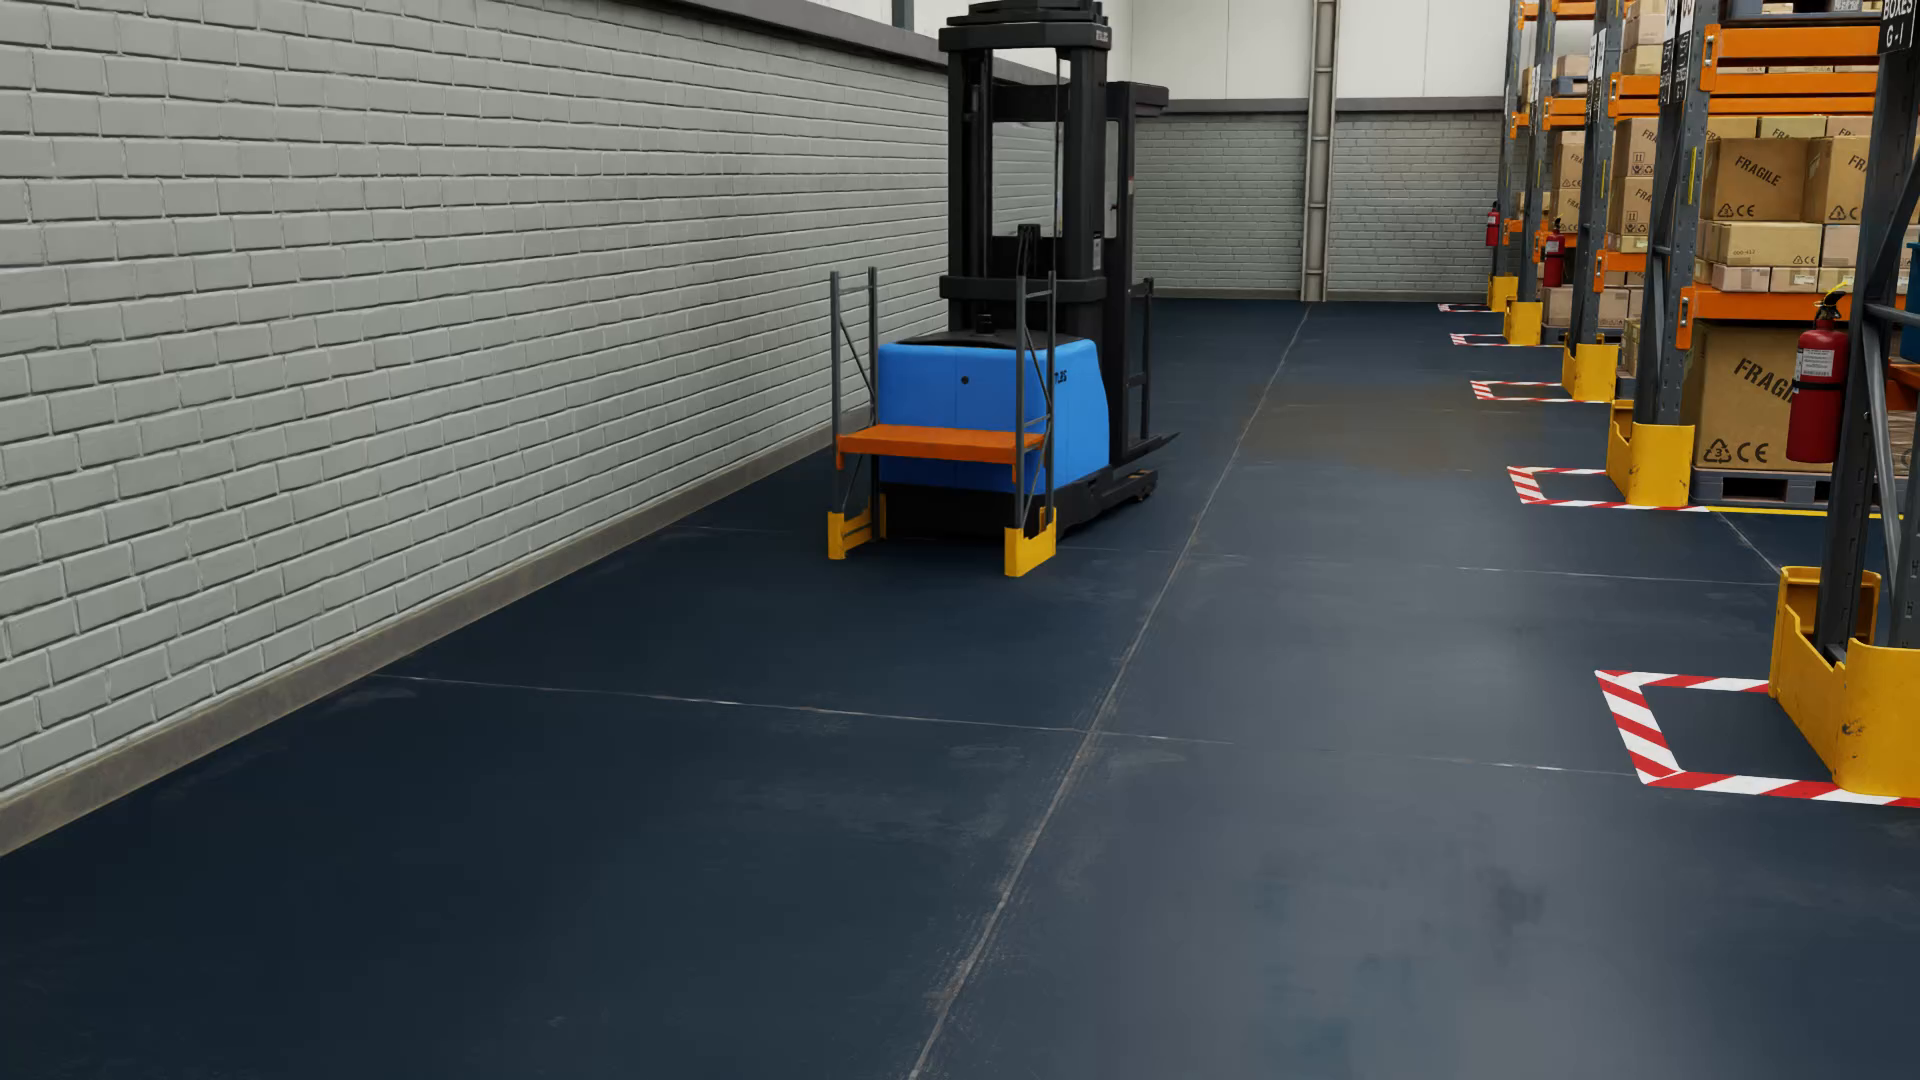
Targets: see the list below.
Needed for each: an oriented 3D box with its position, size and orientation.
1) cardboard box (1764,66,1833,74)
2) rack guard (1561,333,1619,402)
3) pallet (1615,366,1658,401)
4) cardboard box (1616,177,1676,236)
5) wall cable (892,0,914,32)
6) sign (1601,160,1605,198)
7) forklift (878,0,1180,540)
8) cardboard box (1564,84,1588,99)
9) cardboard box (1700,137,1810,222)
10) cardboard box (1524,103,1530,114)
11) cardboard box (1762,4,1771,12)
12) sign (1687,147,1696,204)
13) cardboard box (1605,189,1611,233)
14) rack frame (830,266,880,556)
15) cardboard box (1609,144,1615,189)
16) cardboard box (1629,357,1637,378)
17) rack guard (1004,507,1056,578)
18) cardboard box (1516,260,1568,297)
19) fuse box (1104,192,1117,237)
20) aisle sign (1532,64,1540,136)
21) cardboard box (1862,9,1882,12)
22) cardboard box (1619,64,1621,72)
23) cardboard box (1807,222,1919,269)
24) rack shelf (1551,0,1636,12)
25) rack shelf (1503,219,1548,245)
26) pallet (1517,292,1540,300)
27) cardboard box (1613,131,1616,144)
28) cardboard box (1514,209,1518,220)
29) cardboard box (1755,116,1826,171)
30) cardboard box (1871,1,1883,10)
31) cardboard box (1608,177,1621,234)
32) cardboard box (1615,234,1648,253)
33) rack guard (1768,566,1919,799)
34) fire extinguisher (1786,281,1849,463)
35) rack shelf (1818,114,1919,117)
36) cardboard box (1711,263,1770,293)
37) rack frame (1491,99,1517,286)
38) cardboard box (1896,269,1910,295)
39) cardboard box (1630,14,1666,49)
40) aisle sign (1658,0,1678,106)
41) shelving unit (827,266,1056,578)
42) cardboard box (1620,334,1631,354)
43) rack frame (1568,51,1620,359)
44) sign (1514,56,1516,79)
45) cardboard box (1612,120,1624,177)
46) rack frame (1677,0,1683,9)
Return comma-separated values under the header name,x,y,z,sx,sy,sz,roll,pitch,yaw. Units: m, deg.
name,x,y,z,sx,sy,sz,roll,pitch,yaw
cardboard box,7.100,-4.088,14.154,0.500,0.250,0.500,3,13,12
rack guard,5.786,-1.602,15.298,0.348,0.500,1.175,3,13,14
pallet,6.566,-1.411,15.106,1.213,0.211,1.003,3,13,14
cardboard box,6.082,-2.939,14.636,0.500,0.500,0.500,4,13,16
wall cable,-0.238,-7.306,13.959,0.120,5.999,2.277,3,13,14
sign,5.582,-3.134,14.437,0.005,0.325,0.100,3,13,14
forklift,0.600,-1.705,10.150,1.130,2.935,3.031,6,14,24
cardboard box,8.850,-6.350,23.663,0.500,0.250,0.500,3,13,15
cardboard box,4.962,-2.256,10.406,0.500,0.500,0.500,3,13,14
cardboard box,8.240,-6.192,23.874,0.250,0.149,0.380,3,13,15
cardboard box,6.697,-4.532,14.081,0.250,0.149,0.380,3,13,14
sign,4.287,-2.133,9.741,0.005,0.325,0.100,3,13,14
cardboard box,7.695,-3.815,19.274,0.500,0.500,0.500,3,13,13
rack frame,-0.554,-0.686,8.863,0.032,1.500,0.500,5,14,22
cardboard box,7.701,-4.299,19.145,0.500,0.500,0.500,3,13,12
cardboard box,6.144,-1.545,14.883,0.250,0.149,0.380,3,13,15
rack guard,0.368,0.007,8.626,0.087,0.250,0.587,5,14,22
cardboard box,8.557,-3.851,24.458,0.637,0.503,0.797,3,13,11
fuse box,1.965,-3.965,23.154,0.414,1.711,0.539,3,13,14
aisle sign,6.661,-5.084,19.221,0.004,0.787,0.394,3,13,14
cardboard box,7.562,-4.302,13.966,0.500,0.250,0.500,3,13,11
cardboard box,7.685,-5.458,19.365,0.250,0.149,0.380,2,13,9
cardboard box,5.333,-1.753,9.868,0.500,0.250,0.500,3,13,13
rack shelf,8.742,-6.151,18.765,4.000,0.370,1.077,3,13,14
rack shelf,9.928,-4.461,24.077,4.000,0.370,1.077,3,13,14
pallet,8.834,-3.509,24.565,1.213,0.211,1.003,3,13,14
cardboard box,7.575,-4.613,19.063,0.250,0.149,0.380,3,13,15
cardboard box,8.372,-4.833,24.671,0.250,0.149,0.380,3,13,13
cardboard box,7.076,-3.372,14.283,0.500,0.500,0.500,3,13,12
cardboard box,7.714,-4.477,13.836,0.250,0.149,0.380,3,13,13
cardboard box,6.210,-3.051,15.141,0.500,0.500,0.500,3,13,15
cardboard box,5.948,-2.618,14.686,0.250,0.149,0.380,3,13,13
rack guard,3.213,0.475,5.937,0.348,0.500,1.175,3,13,14
fire extinguisher,3.202,-0.630,6.188,0.183,0.674,0.296,3,13,14
rack shelf,13.811,-5.718,22.816,4.000,0.370,1.077,3,13,14
cardboard box,4.691,-1.578,9.999,0.250,0.149,0.380,3,13,14
rack frame,7.986,-4.916,24.466,0.127,3.000,1.000,3,13,14
cardboard box,5.443,-1.538,9.821,0.250,0.149,0.380,3,13,13
cardboard box,6.086,-4.383,14.331,0.500,0.250,0.500,3,13,14
aisle sign,4.428,-3.124,10.388,0.004,0.787,0.394,3,13,14
shelving unit,-0.093,-0.645,8.677,1.083,1.500,0.587,5,14,22
cardboard box,6.293,-1.817,15.424,0.250,0.149,0.380,3,13,12
rack frame,5.712,-2.826,15.045,0.127,3.000,1.000,3,13,14
sign,7.856,-6.693,23.533,0.005,0.325,0.100,3,13,14
cardboard box,6.216,-3.537,15.023,0.500,0.500,0.500,3,13,12
rack frame,4.426,-4.717,9.718,0.127,3.000,1.000,3,13,14
